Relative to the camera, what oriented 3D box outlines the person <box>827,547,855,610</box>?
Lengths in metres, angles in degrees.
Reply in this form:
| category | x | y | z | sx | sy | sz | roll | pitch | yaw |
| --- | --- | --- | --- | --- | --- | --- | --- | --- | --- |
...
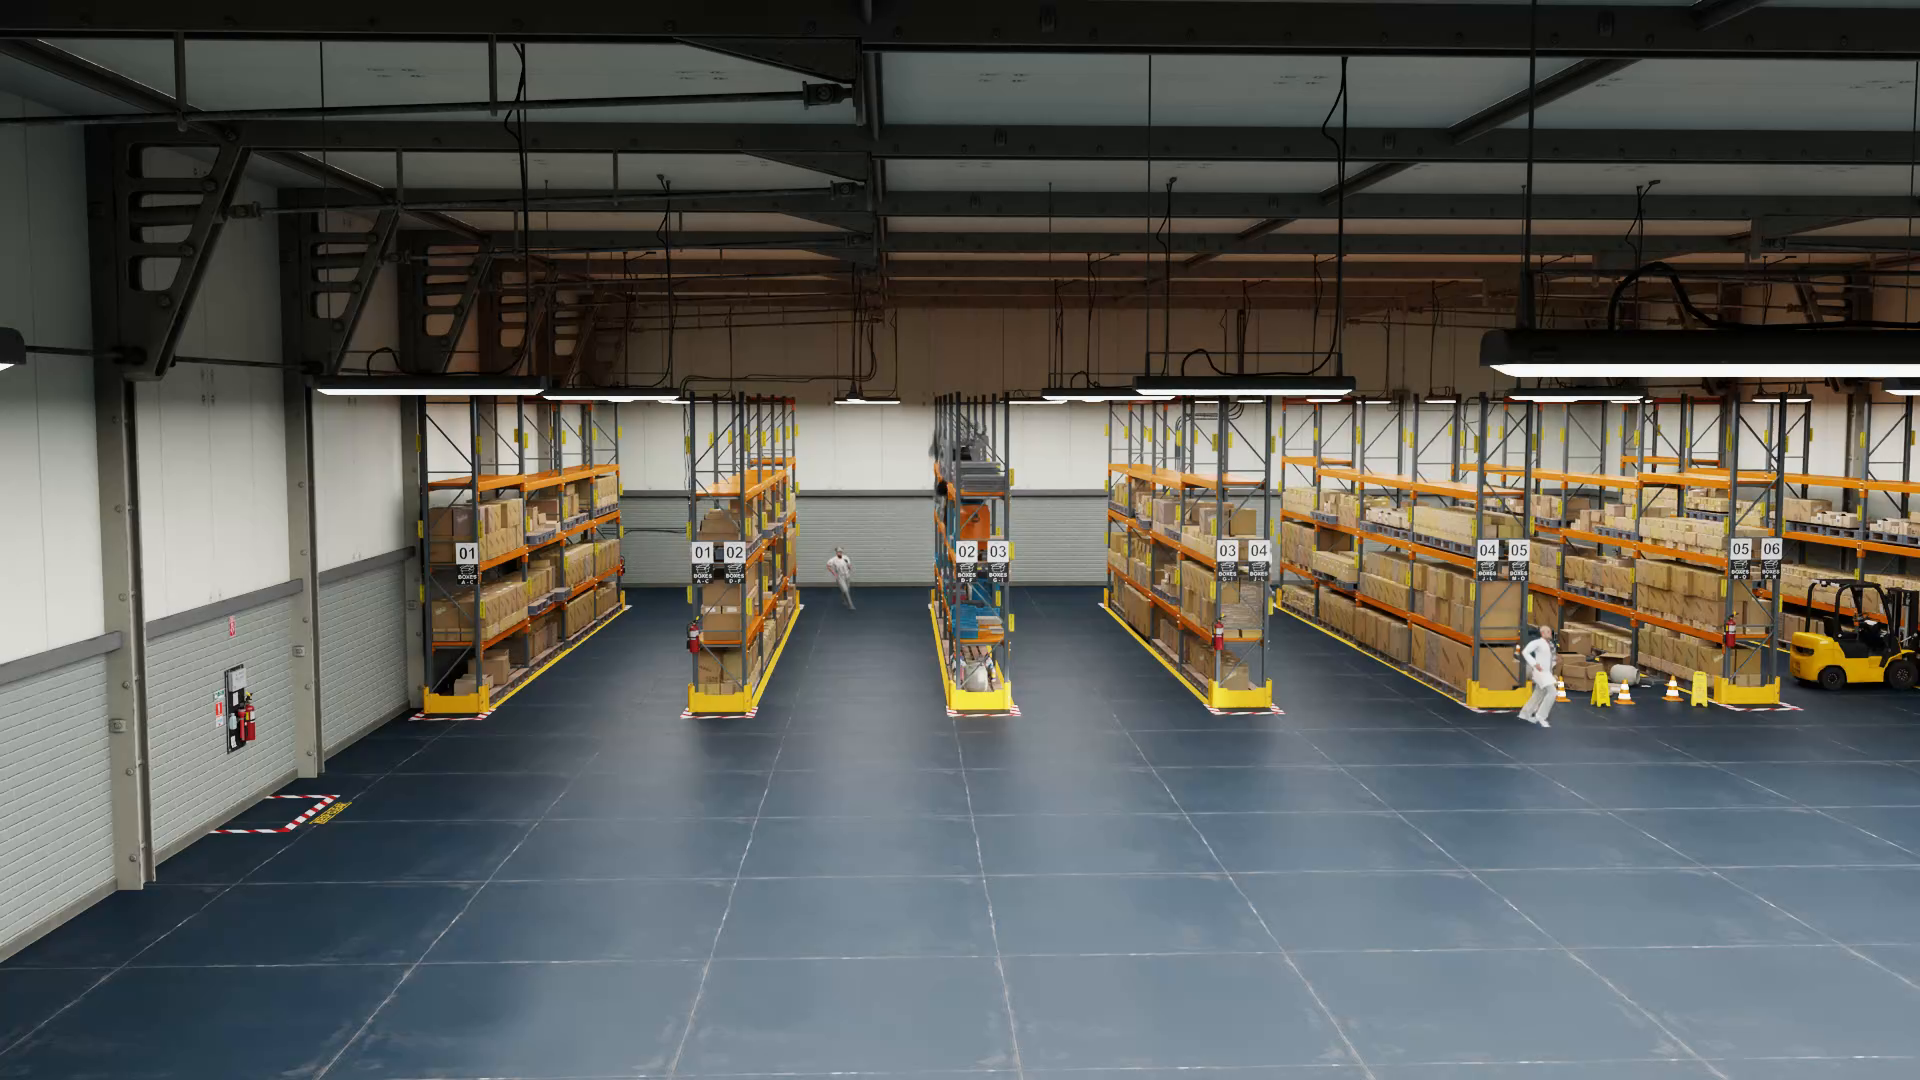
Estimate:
| category | x | y | z | sx | sy | sz | roll | pitch | yaw |
| --- | --- | --- | --- | --- | --- | --- | --- | --- | --- |
| person | -3.366 | 1.078 | 47.160 | 0.682 | 1.792 | 0.847 | -3 | 5 | -33 |

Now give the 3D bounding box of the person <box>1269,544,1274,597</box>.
| category | x | y | z | sx | sy | sz | roll | pitch | yaw |
| --- | --- | --- | --- | --- | --- | --- | --- | --- | --- |
| person | 8.874 | 0.944 | 49.009 | 0.822 | 1.708 | 0.792 | 0 | 5 | 3 |

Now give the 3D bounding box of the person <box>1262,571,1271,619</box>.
| category | x | y | z | sx | sy | sz | roll | pitch | yaw |
| --- | --- | --- | --- | --- | --- | --- | --- | --- | --- |
| person | 8.079 | 1.316 | 44.759 | 0.613 | 1.710 | 0.895 | 0 | 5 | 2 |

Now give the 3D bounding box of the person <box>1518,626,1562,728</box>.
| category | x | y | z | sx | sy | sz | roll | pitch | yaw |
| --- | --- | --- | --- | --- | --- | --- | --- | --- | --- |
| person | 10.456 | 2.451 | 29.921 | 0.721 | 1.827 | 0.725 | 4 | 6 | 41 |
